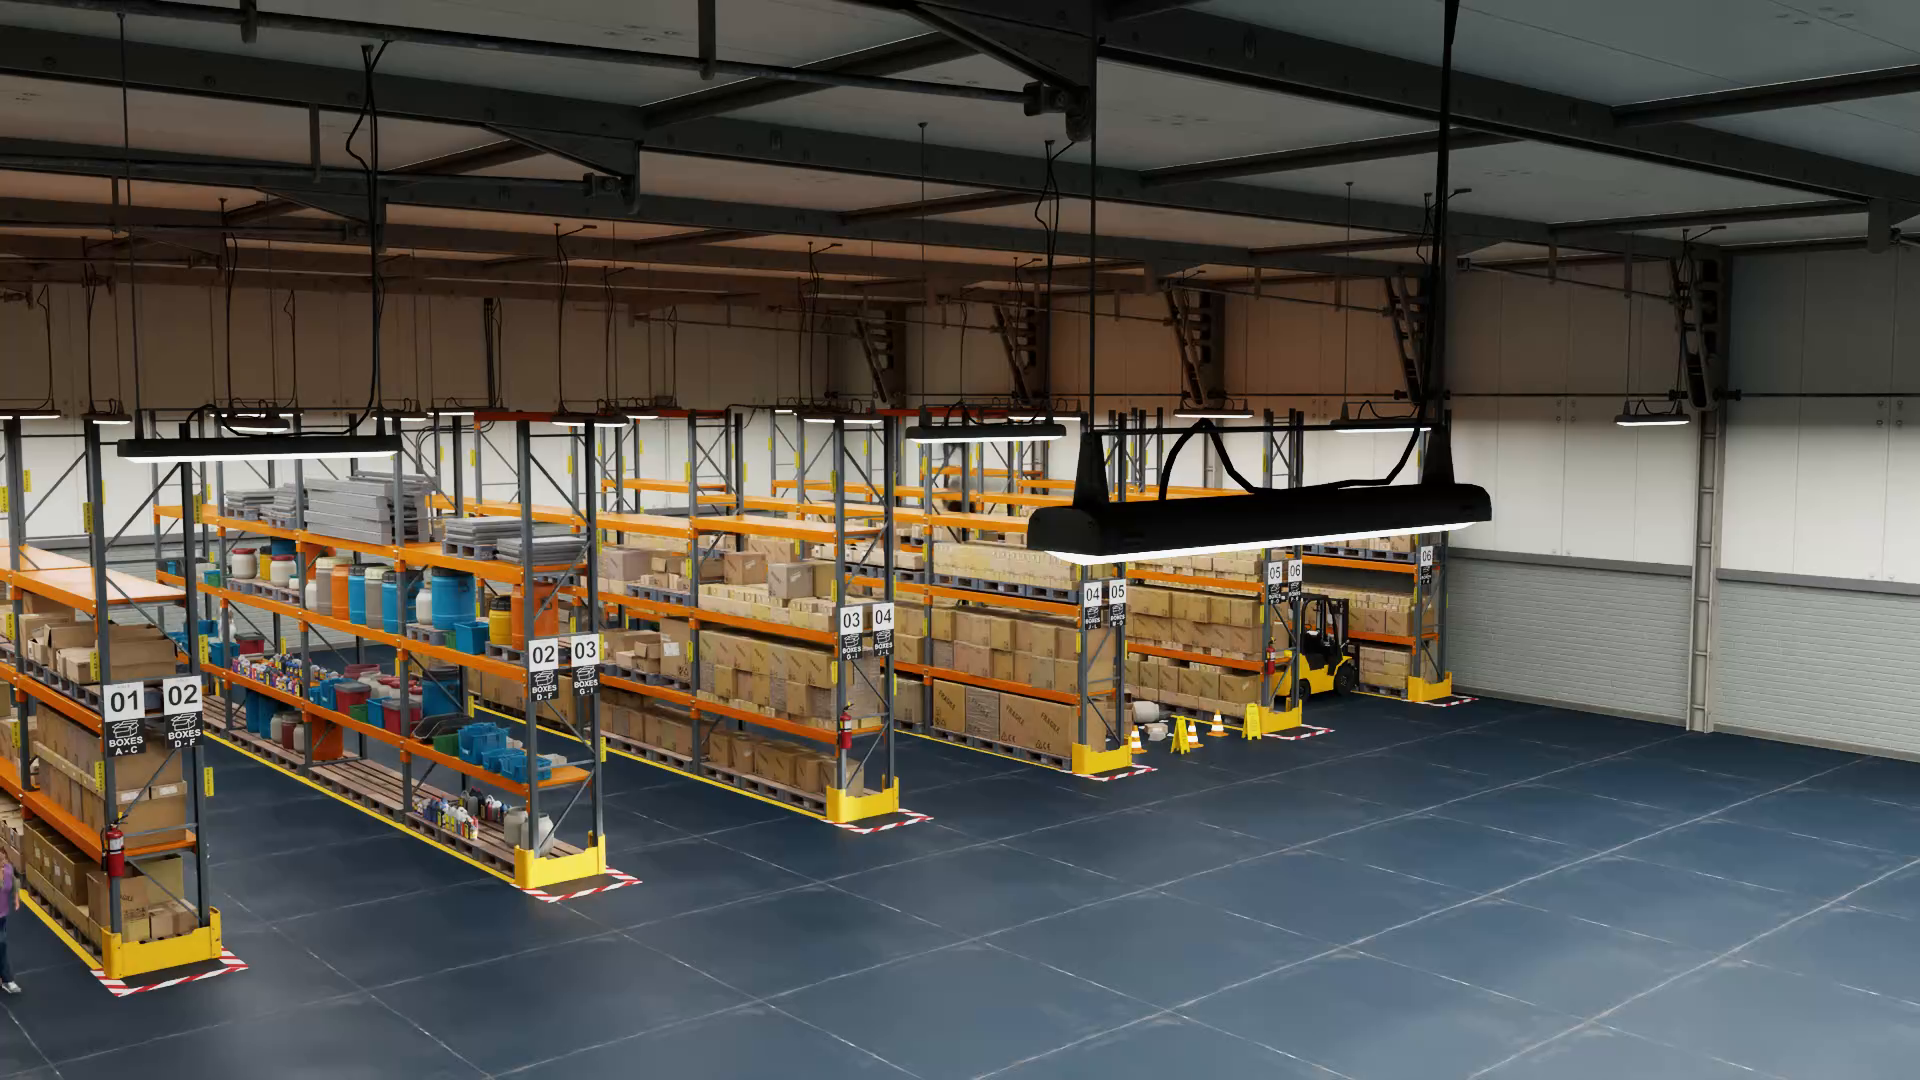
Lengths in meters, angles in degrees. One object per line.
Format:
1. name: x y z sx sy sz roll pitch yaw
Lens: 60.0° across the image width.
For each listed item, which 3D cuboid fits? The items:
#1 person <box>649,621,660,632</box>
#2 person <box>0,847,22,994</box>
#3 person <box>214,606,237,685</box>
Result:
1. person: -7.474 1.845 41.294 0.533 1.726 0.716 1 5 12
2. person: -10.359 4.012 17.704 0.896 1.578 0.576 3 6 27
3. person: -16.003 2.310 36.220 0.573 1.751 0.827 -1 5 -14
